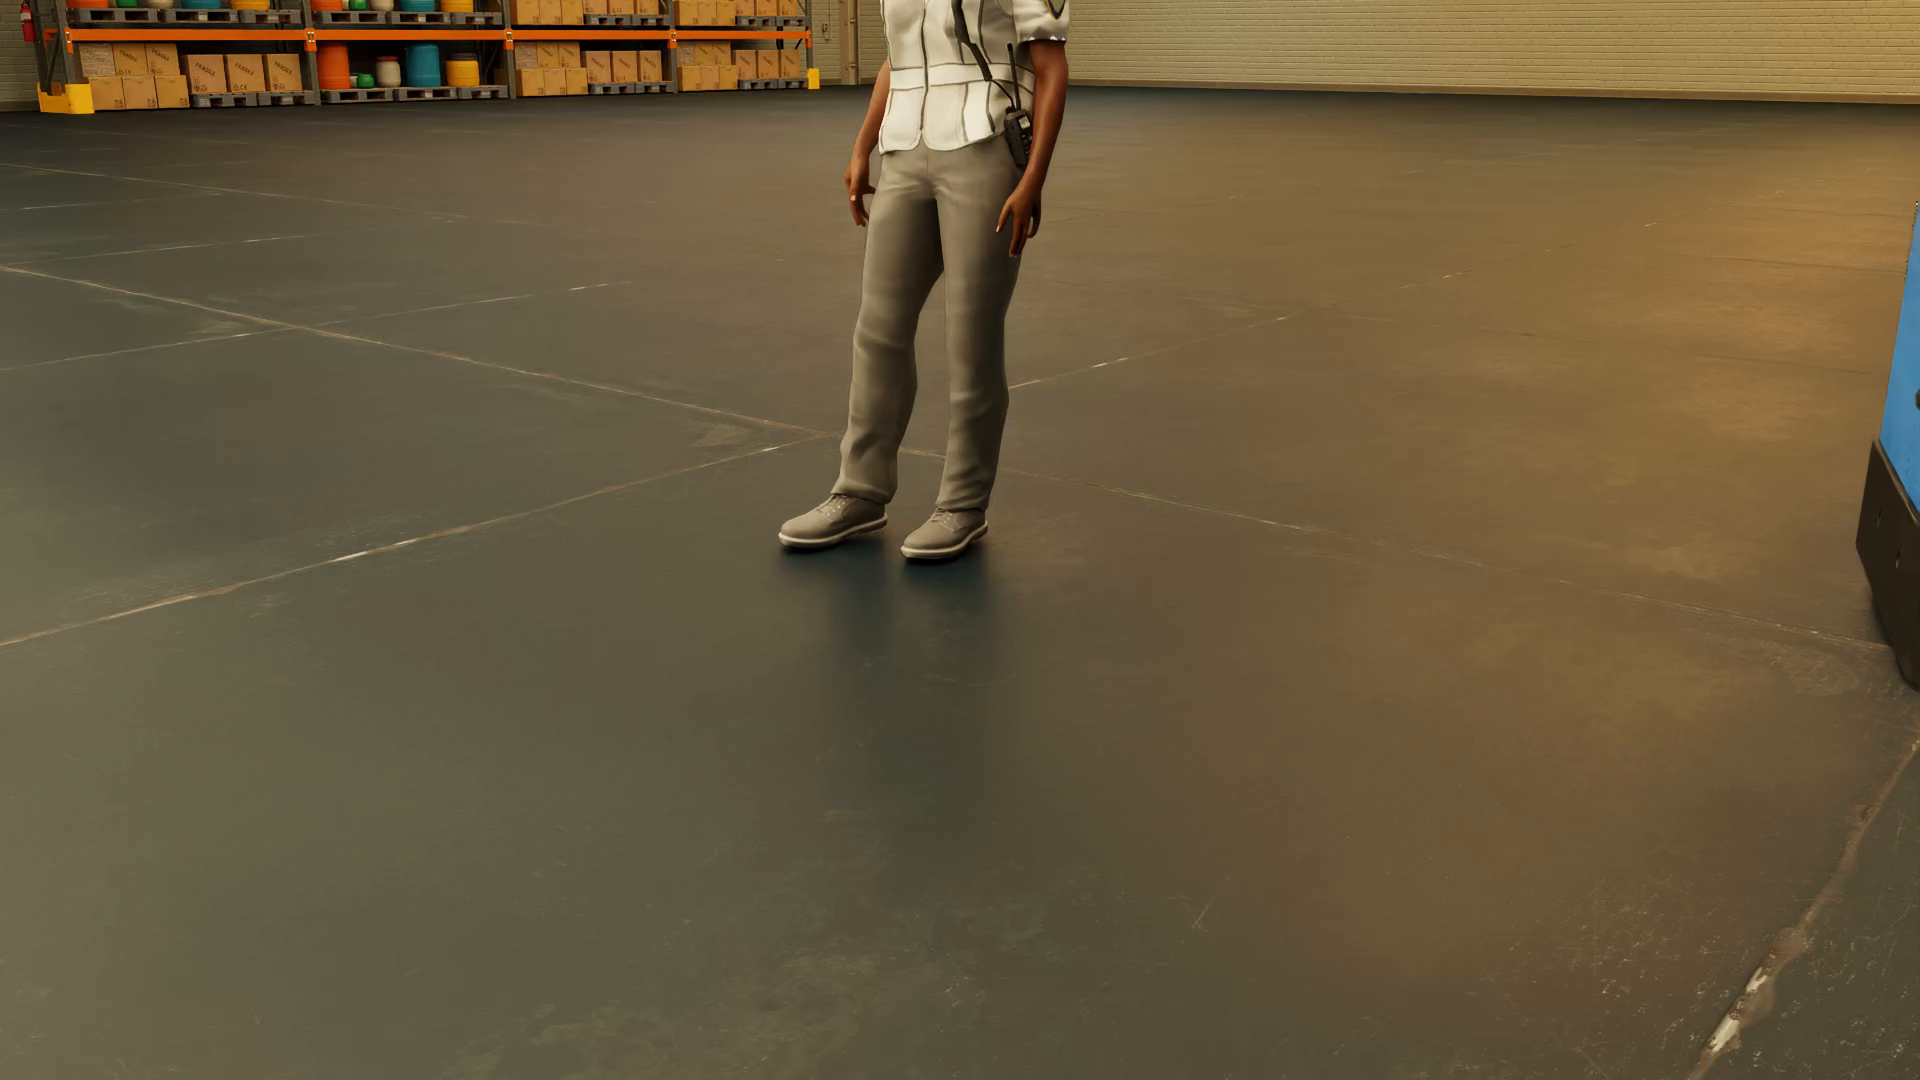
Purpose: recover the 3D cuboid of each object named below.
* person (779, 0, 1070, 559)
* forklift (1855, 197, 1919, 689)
[{"bbox_3d":[-0.063,-0.804,3.651,0.569,1.693,0.528,13,21,37],"label":"person"},{"bbox_3d":[3.210,-1.040,2.324,3.031,2.935,1.130,7,18,21],"label":"forklift"}]
